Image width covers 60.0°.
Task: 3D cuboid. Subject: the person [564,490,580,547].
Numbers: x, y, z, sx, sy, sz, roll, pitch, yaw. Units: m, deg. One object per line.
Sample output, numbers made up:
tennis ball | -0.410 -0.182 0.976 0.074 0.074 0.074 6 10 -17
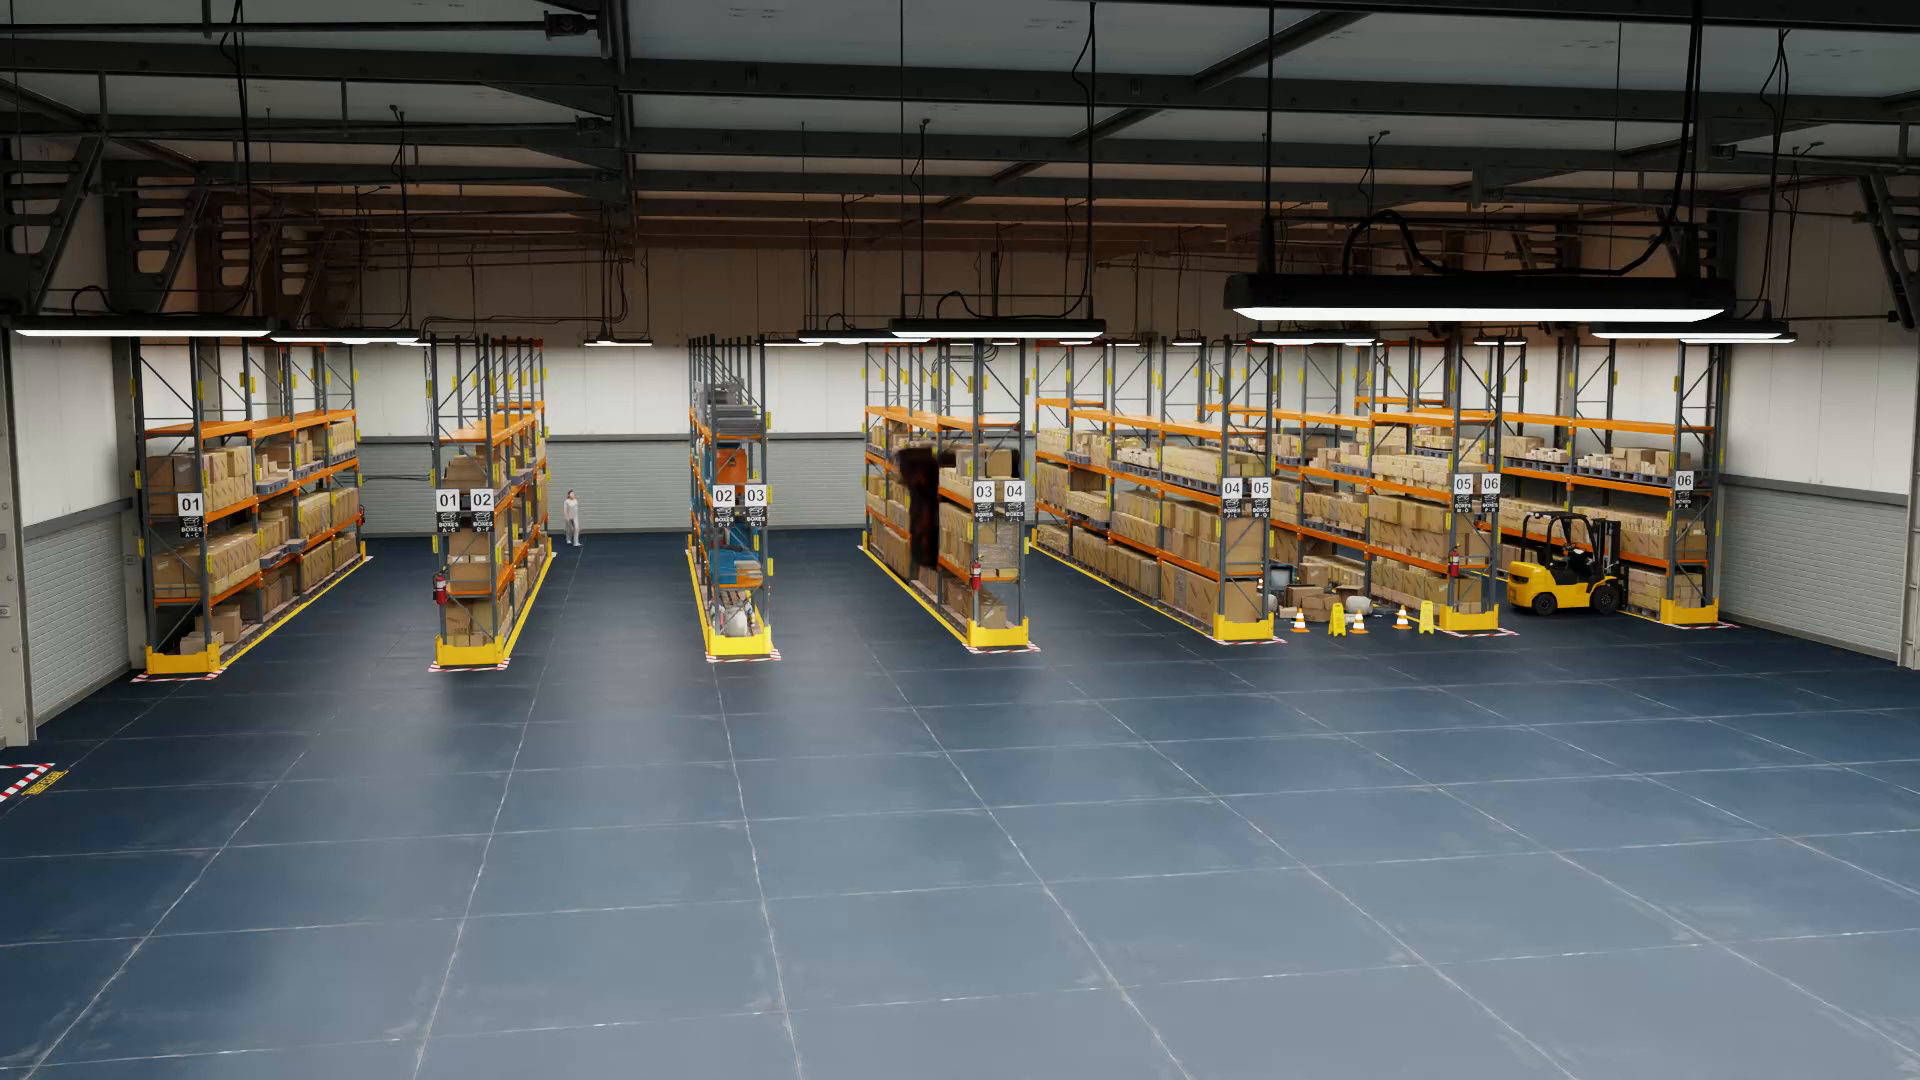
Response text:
person | -11.319 -0.639 48.480 0.450 1.628 0.985 -3 7 -22

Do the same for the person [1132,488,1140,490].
person | 5.126 -0.670 48.696 0.345 1.732 0.526 -4 8 -29

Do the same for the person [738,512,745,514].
person | -6.746 -0.957 50.770 0.626 1.754 0.529 0 7 -2
